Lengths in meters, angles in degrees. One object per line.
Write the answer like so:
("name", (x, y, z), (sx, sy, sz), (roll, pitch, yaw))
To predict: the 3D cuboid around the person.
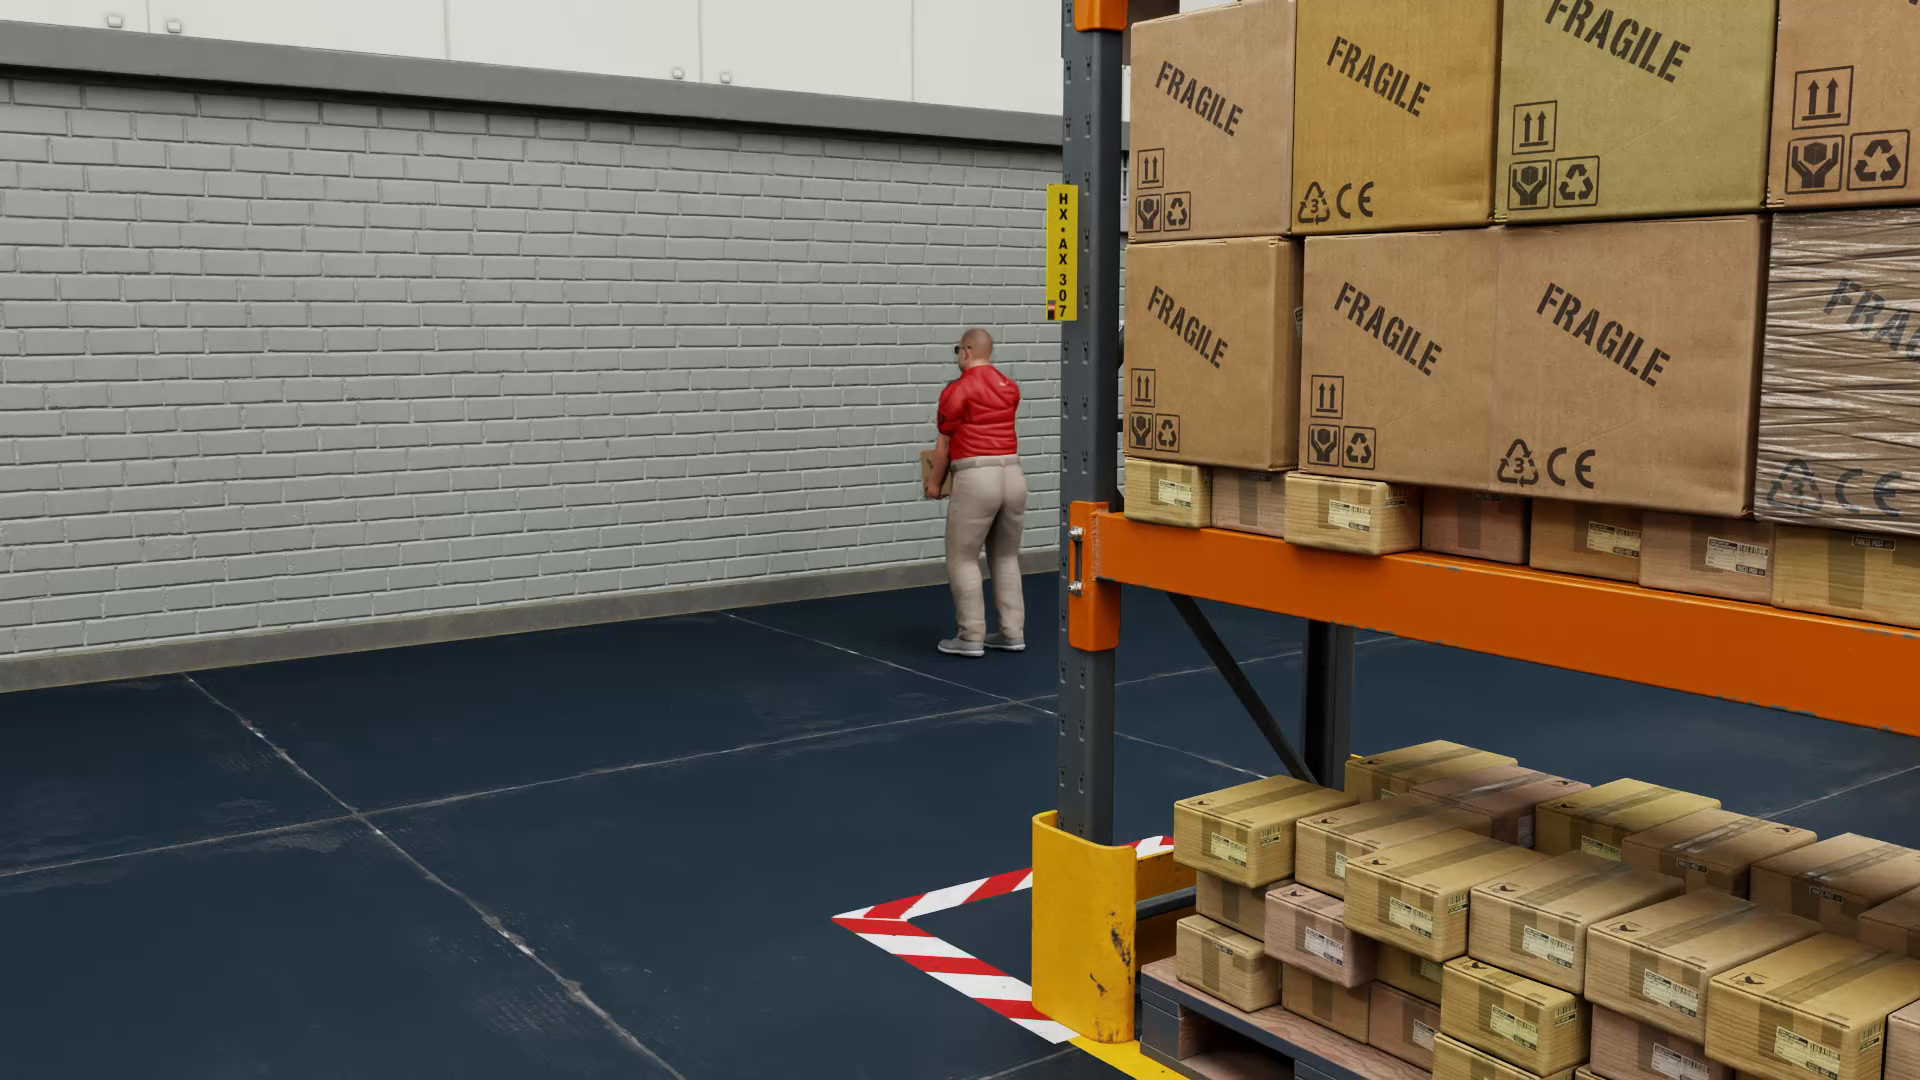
("person", (0.112, -0.259, 8.758), (0.604, 1.727, 0.387), (-6, 10, -39))
